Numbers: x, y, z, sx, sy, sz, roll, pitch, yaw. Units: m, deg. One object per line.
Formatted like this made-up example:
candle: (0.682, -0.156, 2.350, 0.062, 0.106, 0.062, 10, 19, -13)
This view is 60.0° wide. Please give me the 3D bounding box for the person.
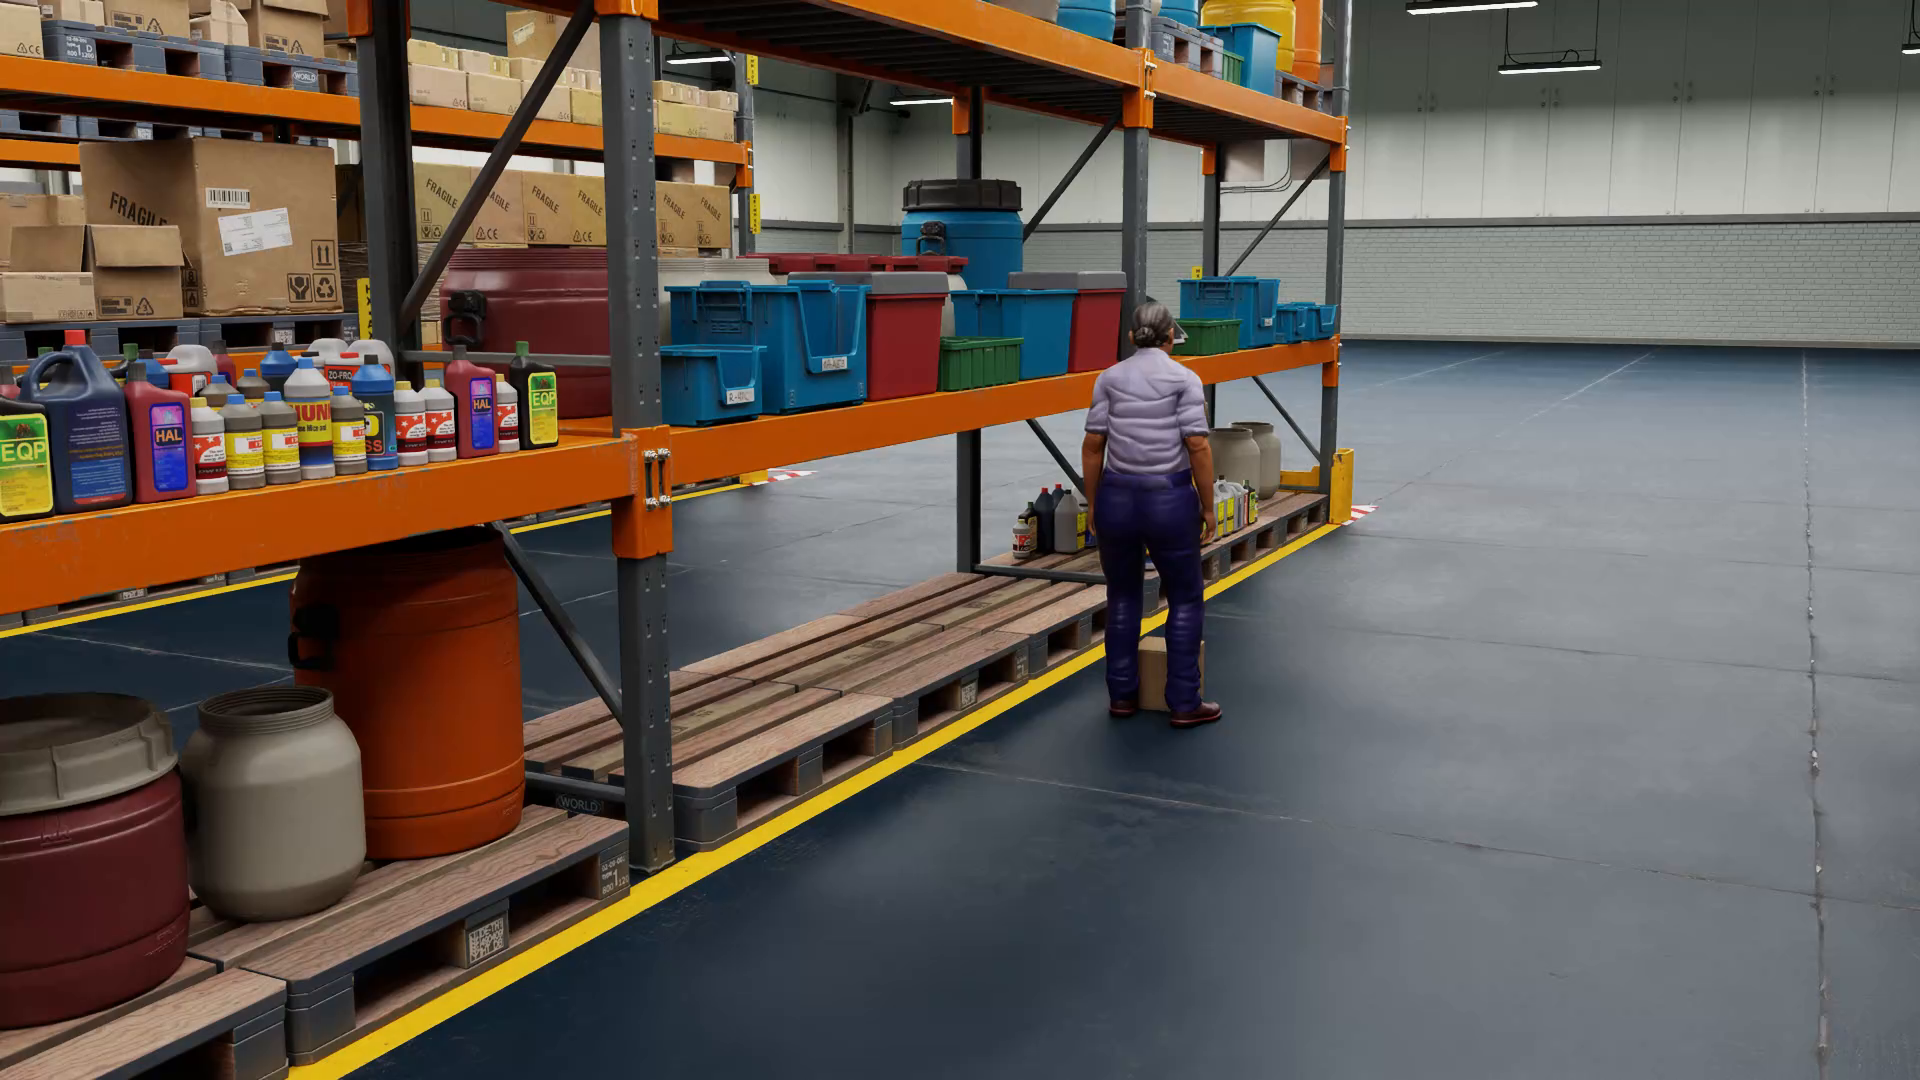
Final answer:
person: (0.759, -0.107, 6.557, 0.551, 1.651, 0.415, 4, 10, 25)
